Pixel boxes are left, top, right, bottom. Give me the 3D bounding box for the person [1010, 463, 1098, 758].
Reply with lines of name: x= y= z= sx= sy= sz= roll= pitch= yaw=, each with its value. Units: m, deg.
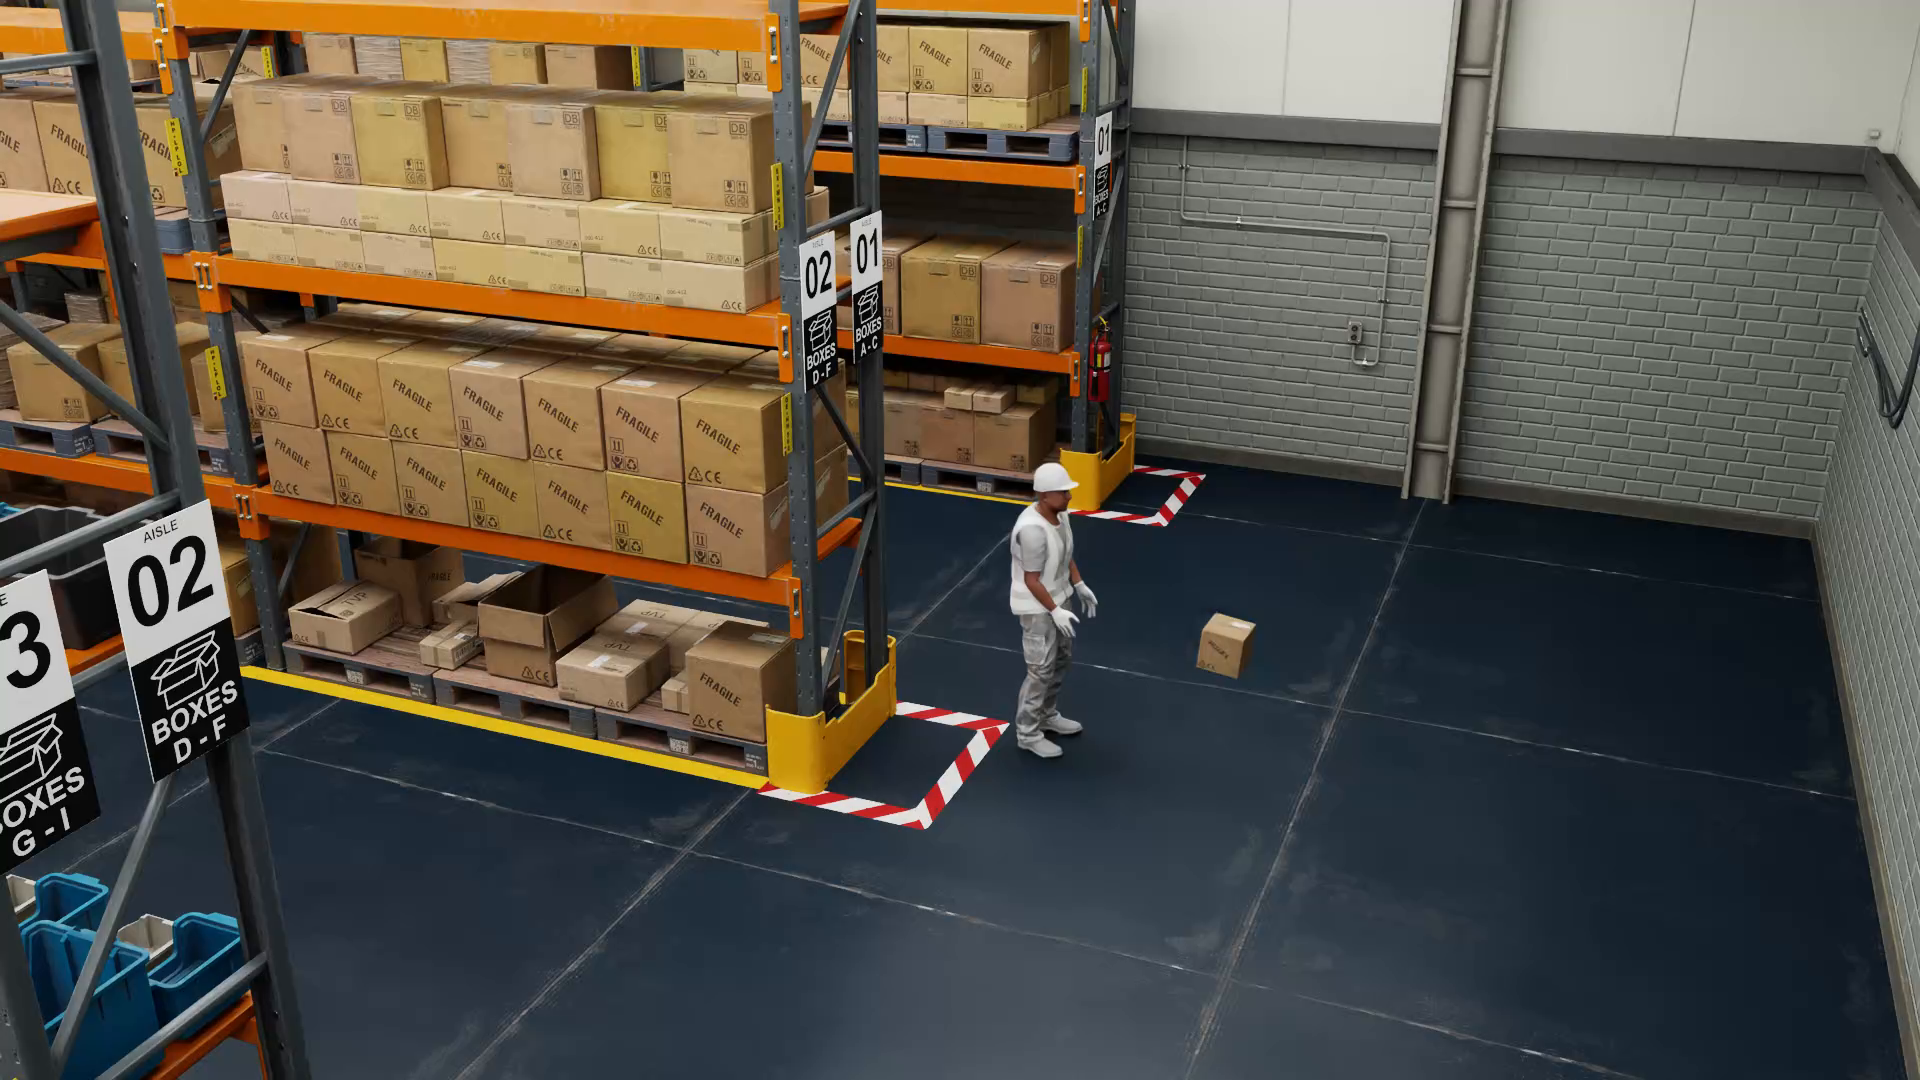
person: x=0.550 y=0.395 z=9.934 sx=0.469 sy=1.787 sz=0.555 roll=10 pitch=24 yaw=24
